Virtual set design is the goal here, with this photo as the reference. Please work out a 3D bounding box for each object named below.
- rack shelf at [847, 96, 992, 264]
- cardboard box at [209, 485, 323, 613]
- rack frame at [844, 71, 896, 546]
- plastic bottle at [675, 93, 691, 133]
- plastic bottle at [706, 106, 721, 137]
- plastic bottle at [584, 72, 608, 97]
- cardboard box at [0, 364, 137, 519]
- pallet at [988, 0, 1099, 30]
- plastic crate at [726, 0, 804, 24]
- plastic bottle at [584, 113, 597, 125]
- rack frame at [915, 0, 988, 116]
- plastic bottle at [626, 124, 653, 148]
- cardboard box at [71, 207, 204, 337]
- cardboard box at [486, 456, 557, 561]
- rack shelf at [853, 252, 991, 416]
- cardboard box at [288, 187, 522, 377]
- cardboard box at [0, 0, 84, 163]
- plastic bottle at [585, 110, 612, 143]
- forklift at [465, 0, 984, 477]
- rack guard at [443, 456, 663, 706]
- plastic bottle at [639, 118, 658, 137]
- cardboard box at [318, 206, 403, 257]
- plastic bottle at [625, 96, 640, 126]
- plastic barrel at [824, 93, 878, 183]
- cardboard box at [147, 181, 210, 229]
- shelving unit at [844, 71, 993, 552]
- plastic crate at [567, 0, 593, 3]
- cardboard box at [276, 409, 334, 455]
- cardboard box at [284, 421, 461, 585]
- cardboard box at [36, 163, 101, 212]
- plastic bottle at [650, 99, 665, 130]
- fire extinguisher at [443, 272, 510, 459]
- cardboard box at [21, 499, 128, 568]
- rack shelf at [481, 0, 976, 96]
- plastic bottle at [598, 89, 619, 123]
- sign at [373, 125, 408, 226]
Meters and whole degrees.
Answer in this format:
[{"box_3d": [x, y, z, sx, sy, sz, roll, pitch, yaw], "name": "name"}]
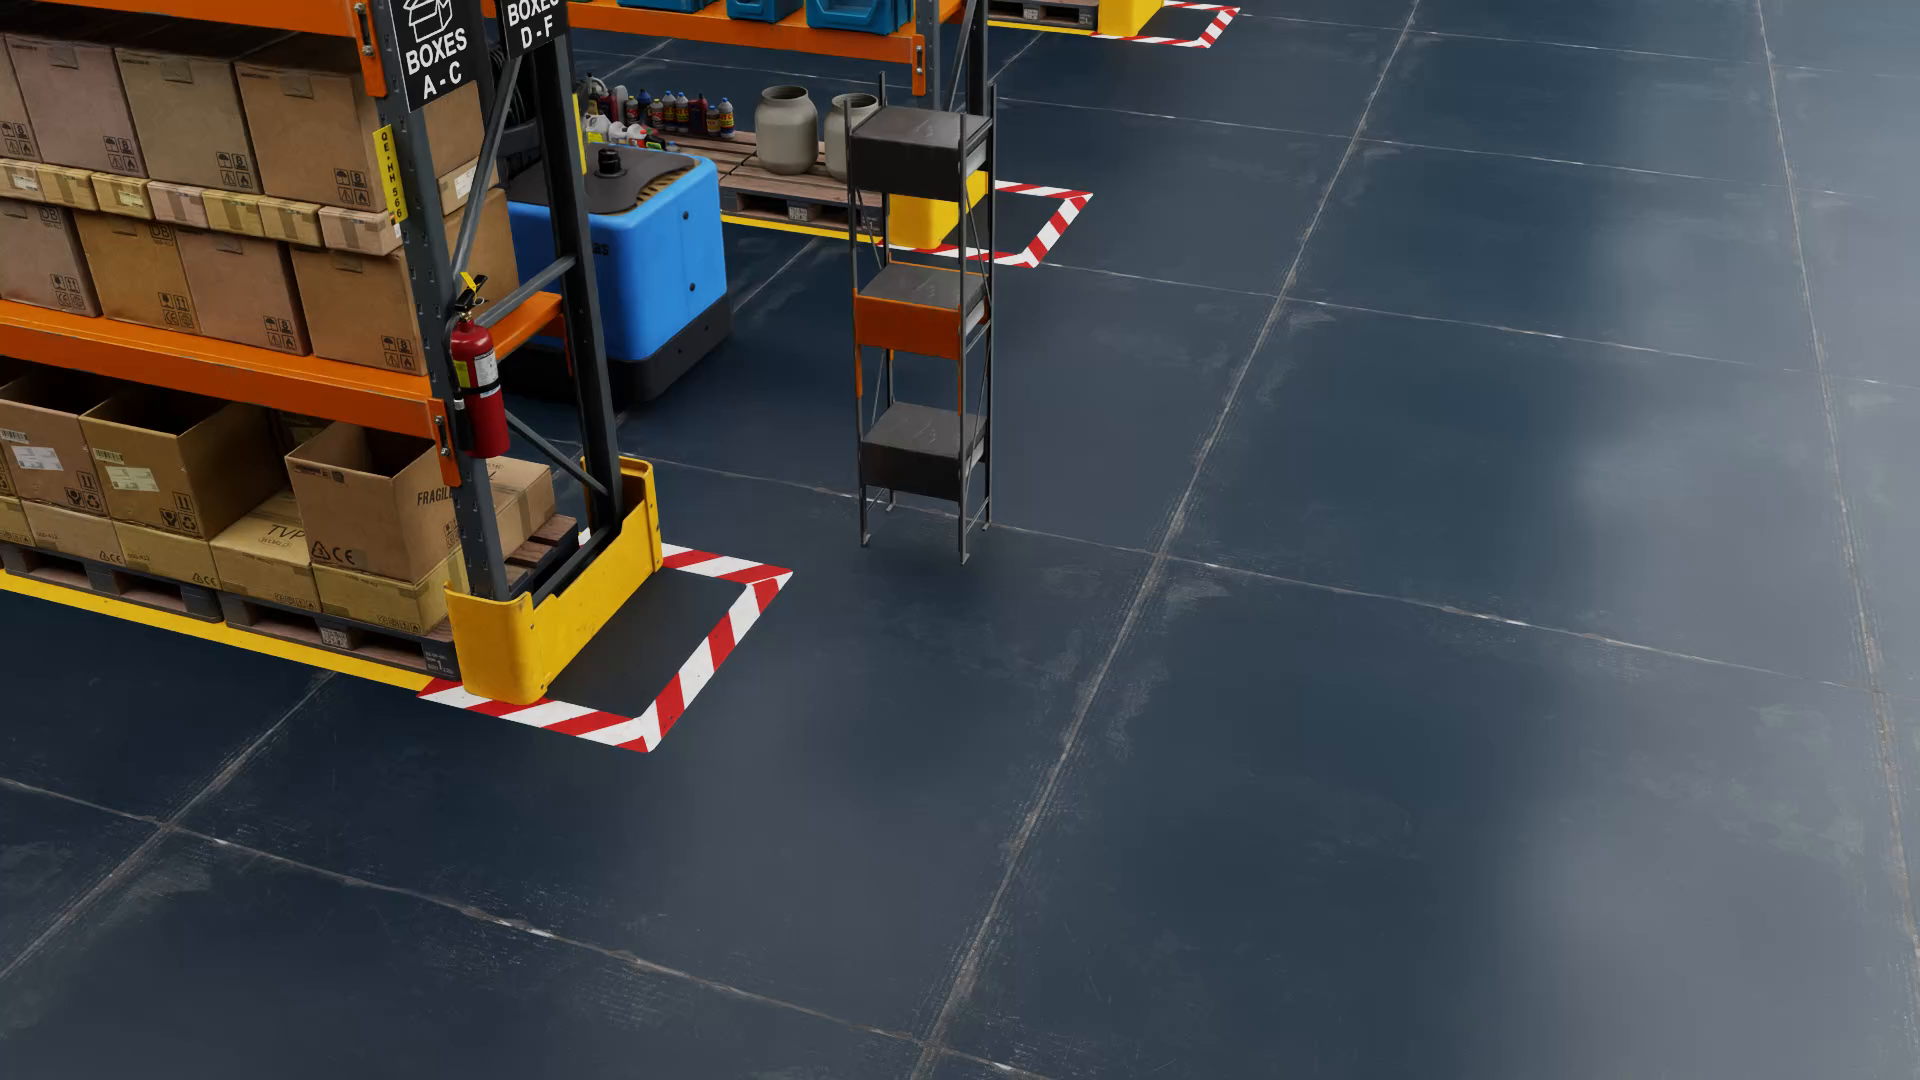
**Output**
[{"box_3d": [-0.156, -1.489, 6.855, 0.480, 0.518, 0.431, 11, 34, 16], "name": "rack shelf"}, {"box_3d": [-2.797, 0.031, 7.085, 0.500, 0.250, 0.500, 11, 34, 16], "name": "cardboard box"}, {"box_3d": [-0.386, -0.957, 7.297, 0.015, 2.100, 0.400, 11, 34, 16], "name": "rack frame"}, {"box_3d": [-1.968, -3.036, 11.797, 0.097, 0.271, 0.097, 0, 33, 0], "name": "plastic bottle"}, {"box_3d": [-1.743, -2.963, 11.748, 0.097, 0.201, 0.097, 0, 33, 0], "name": "plastic bottle"}, {"box_3d": [-2.621, -3.183, 11.951, 0.185, 0.351, 0.144, 11, 34, 16], "name": "plastic bottle"}, {"box_3d": [-3.740, -0.466, 7.162, 0.500, 0.500, 0.500, 11, 34, 16], "name": "cardboard box"}, {"box_3d": [0.803, -4.982, 15.272, 1.213, 0.211, 1.003, 11, 34, 16], "name": "pallet"}, {"box_3d": [-1.225, -3.442, 10.453, 0.408, 0.251, 0.499, 11, 34, 16], "name": "plastic crate"}, {"box_3d": [-2.585, -2.825, 11.465, 0.135, 0.276, 0.152, 11, 34, 16], "name": "plastic bottle"}, {"box_3d": [-0.043, -3.444, 10.319, 0.127, 3.000, 1.000, 11, 34, 16], "name": "rack frame"}, {"box_3d": [-2.148, -2.657, 11.205, 0.135, 0.276, 0.152, 11, 35, 17], "name": "plastic bottle"}, {"box_3d": [-3.115, -1.237, 6.808, 0.500, 0.500, 0.700, 11, 35, 17], "name": "cardboard box"}, {"box_3d": [-2.148, -0.148, 7.362, 0.500, 0.250, 0.500, 11, 34, 16], "name": "cardboard box"}, {"box_3d": [-0.156, -0.901, 7.235, 0.480, 0.518, 0.431, 11, 34, 16], "name": "rack shelf"}, {"box_3d": [-2.153, -1.049, 6.518, 0.500, 0.500, 0.700, 11, 34, 16], "name": "cardboard box"}, {"box_3d": [-3.646, -1.881, 6.610, 0.500, 0.500, 0.700, 11, 34, 17], "name": "cardboard box"}, {"box_3d": [-2.436, -2.742, 11.268, 0.185, 0.351, 0.144, 12, 35, 18], "name": "plastic bottle"}, {"box_3d": [-2.042, -2.073, 8.259, 5.045, 2.935, 1.782, 12, 35, 18], "name": "forklift"}, {"box_3d": [-1.695, 0.139, 7.074, 0.348, 0.500, 1.175, 11, 34, 16], "name": "rack guard"}, {"box_3d": [-2.113, -2.714, 11.287, 0.133, 0.283, 0.061, 11, 34, 16], "name": "plastic bottle"}, {"box_3d": [-2.142, -1.203, 6.157, 0.250, 0.149, 0.380, 10, 34, 16], "name": "cardboard box"}, {"box_3d": [-2.349, -3.081, 11.931, 0.097, 0.201, 0.097, 0, 33, 0], "name": "plastic bottle"}, {"box_3d": [-0.689, -2.657, 11.006, 0.421, 0.512, 0.421, 0, 33, 0], "name": "plastic barrel"}, {"box_3d": [-2.866, -1.344, 6.375, 0.250, 0.149, 0.380, 11, 35, 17], "name": "cardboard box"}, {"box_3d": [-0.158, -0.913, 7.228, 0.499, 2.100, 0.431, 11, 34, 16], "name": "shelving unit"}, {"box_3d": [-2.626, -3.694, 10.902, 0.662, 0.188, 0.450, 11, 34, 16], "name": "plastic crate"}, {"box_3d": [-2.619, -0.554, 7.299, 0.500, 0.500, 0.500, 11, 34, 16], "name": "cardboard box"}, {"box_3d": [-2.323, -0.198, 6.748, 0.500, 0.500, 0.500, 11, 34, 16], "name": "cardboard box"}, {"box_3d": [-3.361, -1.439, 6.523, 0.250, 0.149, 0.380, 12, 35, 18], "name": "cardboard box"}, {"box_3d": [-2.155, -3.043, 11.872, 0.097, 0.201, 0.097, 0, 33, 0], "name": "plastic bottle"}, {"box_3d": [-1.763, -0.624, 6.022, 0.183, 0.674, 0.296, 11, 34, 16], "name": "fire extinguisher"}, {"box_3d": [-3.739, -0.152, 7.368, 0.500, 0.250, 0.500, 11, 34, 16], "name": "cardboard box"}, {"box_3d": [-1.926, -3.508, 11.081, 4.000, 0.370, 1.077, 11, 34, 16], "name": "rack shelf"}, {"box_3d": [-2.504, -3.068, 11.836, 0.133, 0.283, 0.061, 11, 34, 16], "name": "plastic bottle"}, {"box_3d": [-1.914, -1.227, 5.599, 0.005, 0.325, 0.100, 11, 34, 16], "name": "sign"}]
